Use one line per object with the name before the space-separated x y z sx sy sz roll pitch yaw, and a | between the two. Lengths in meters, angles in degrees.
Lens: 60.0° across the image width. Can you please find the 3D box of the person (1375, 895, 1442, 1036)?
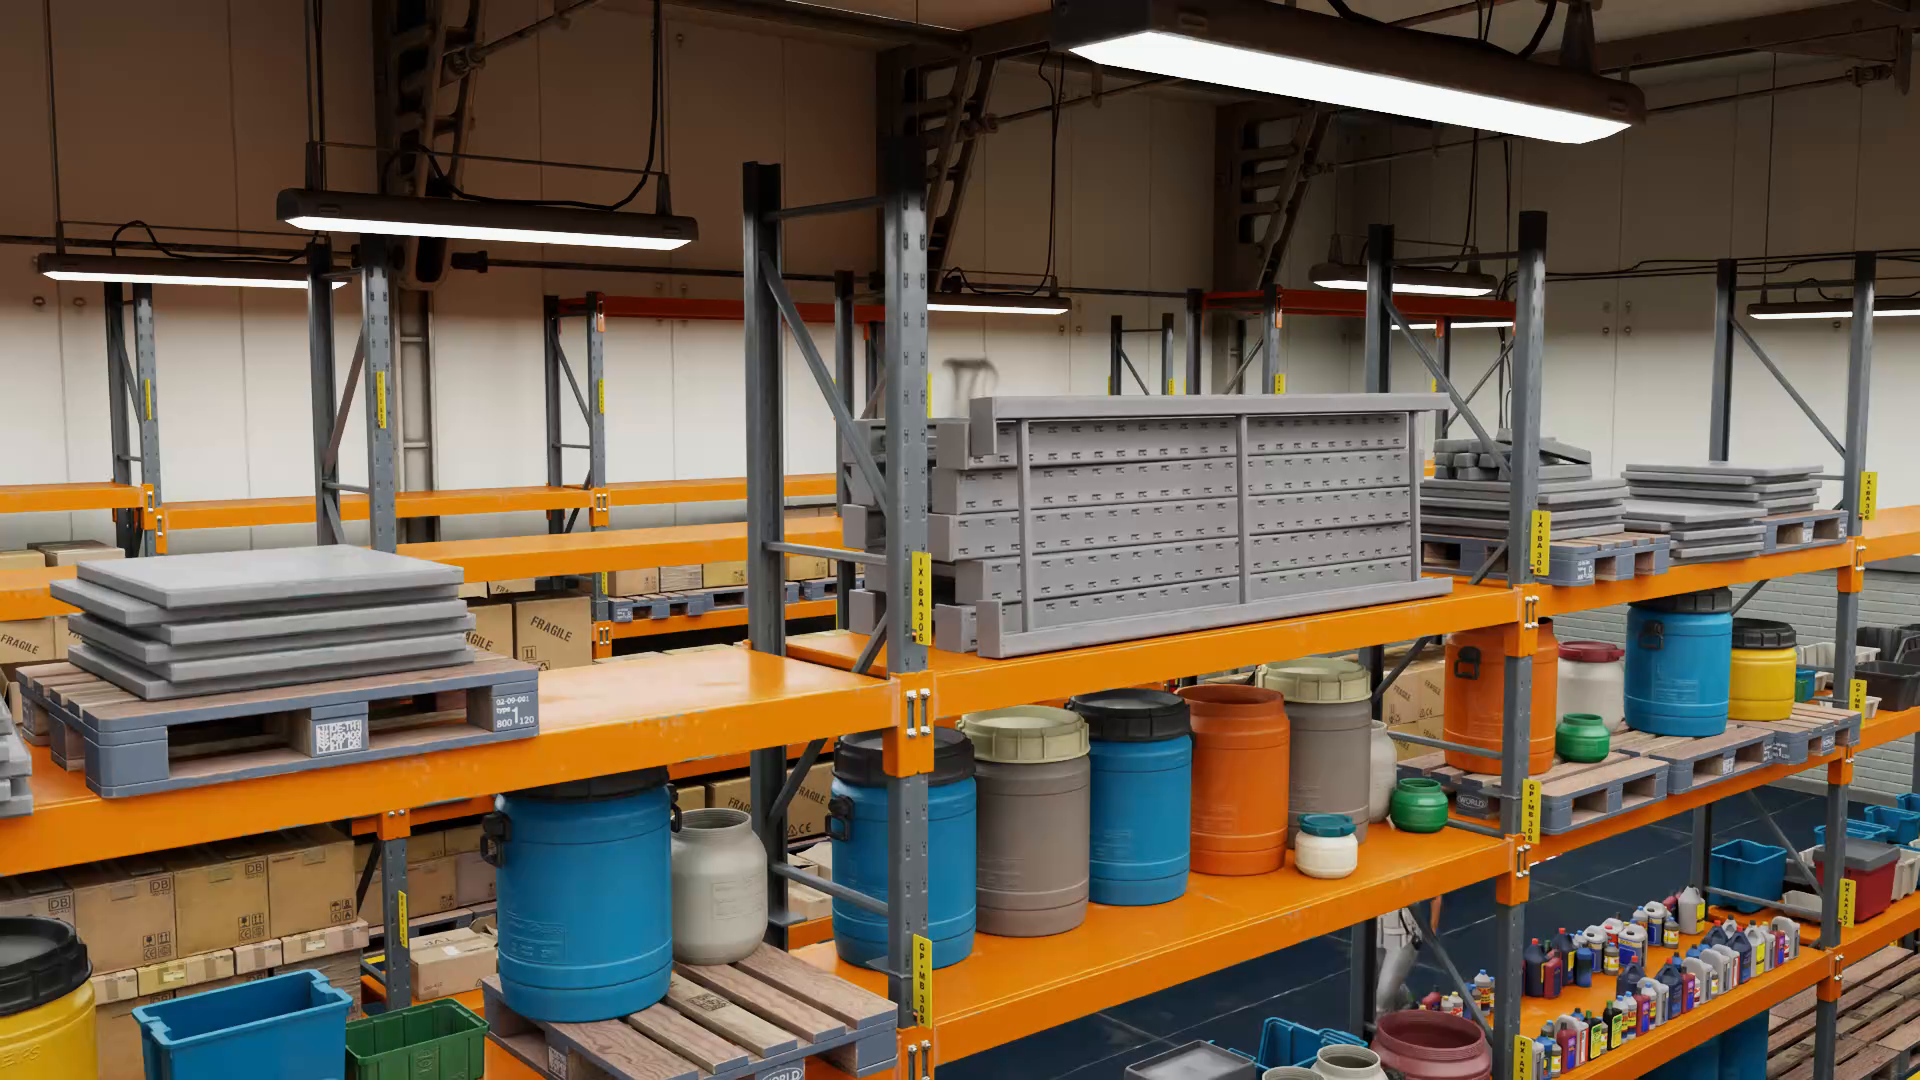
person | 3.321 3.126 12.780 0.607 1.695 0.936 5 7 41
